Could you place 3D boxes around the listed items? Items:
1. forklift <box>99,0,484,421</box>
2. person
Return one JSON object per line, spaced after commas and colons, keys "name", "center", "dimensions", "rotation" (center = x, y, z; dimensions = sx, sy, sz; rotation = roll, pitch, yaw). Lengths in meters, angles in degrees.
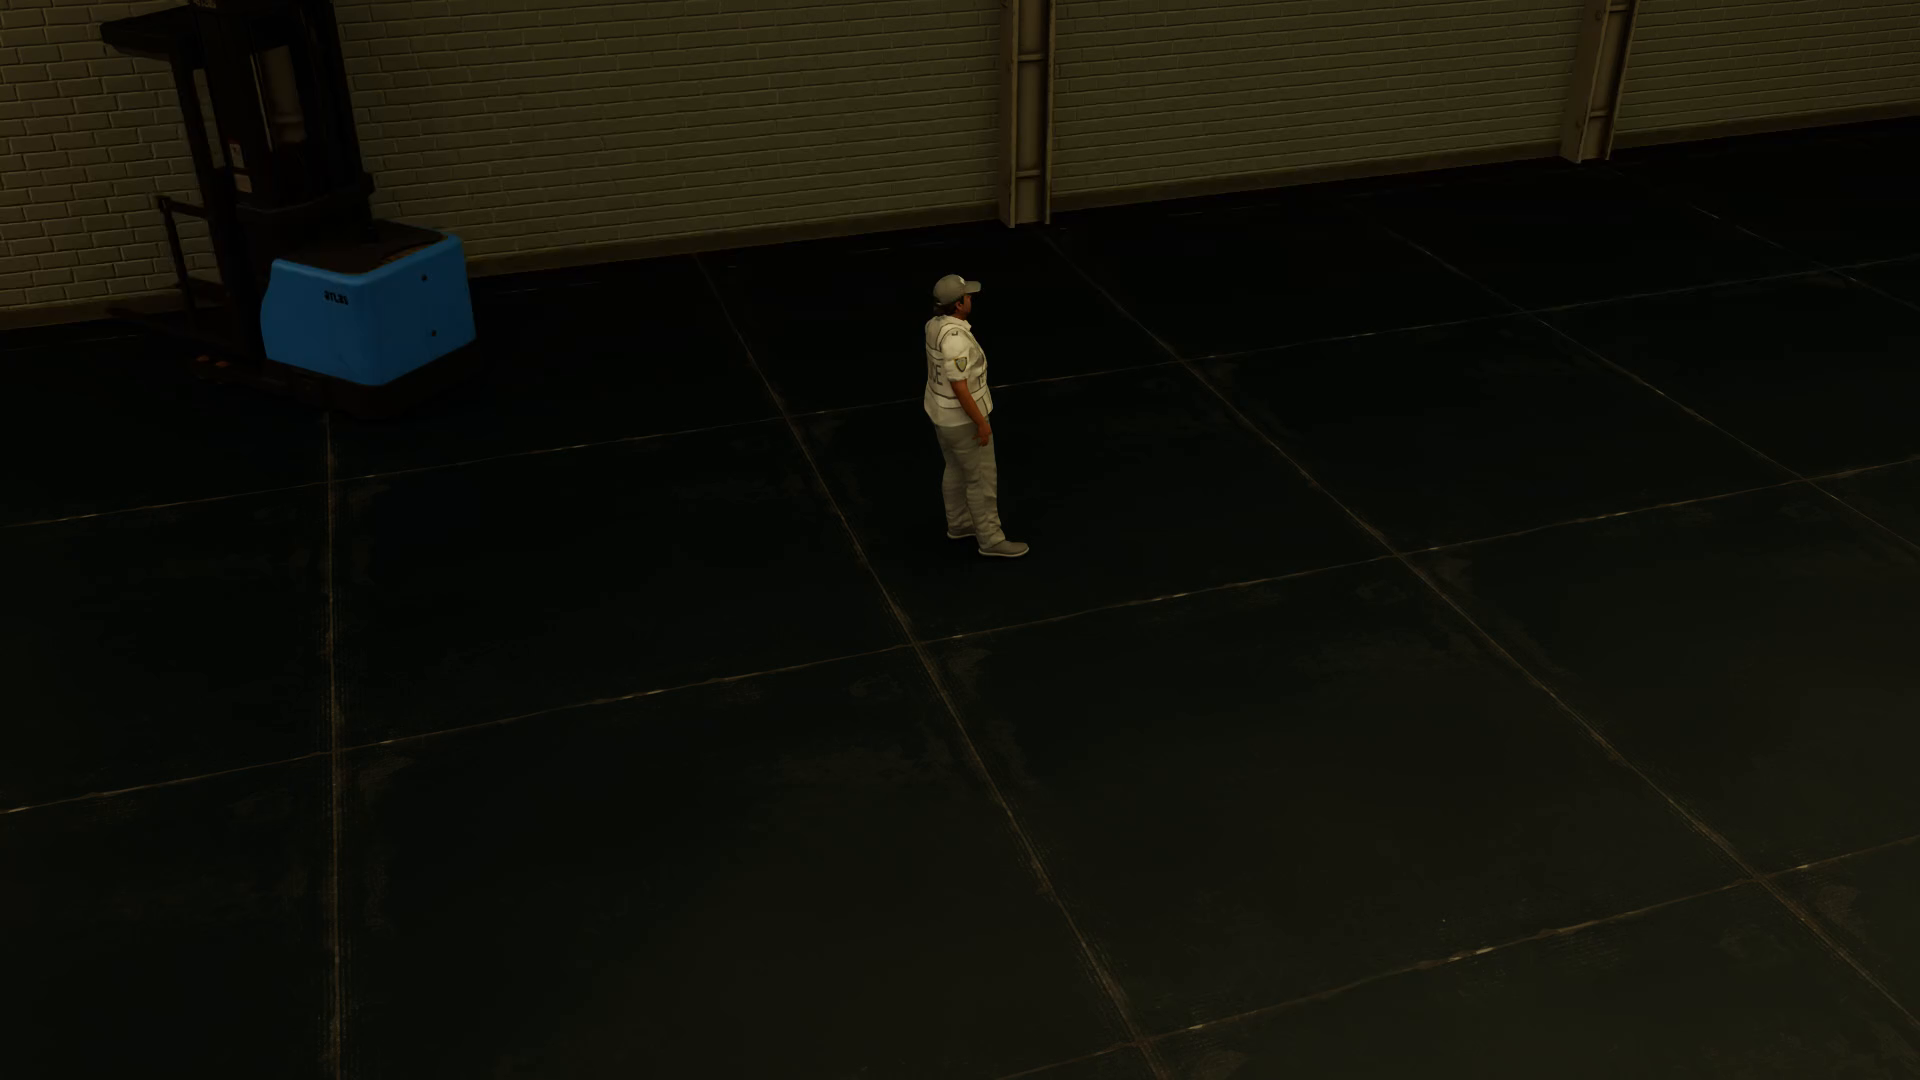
{"name": "forklift", "center": [-4.992, -2.602, 11.609], "dimensions": [3.031, 2.935, 1.130], "rotation": [15, 33, 25]}
{"name": "person", "center": [0.080, -0.730, 9.609], "dimensions": [0.529, 1.670, 0.598], "rotation": [-10, 31, -16]}
